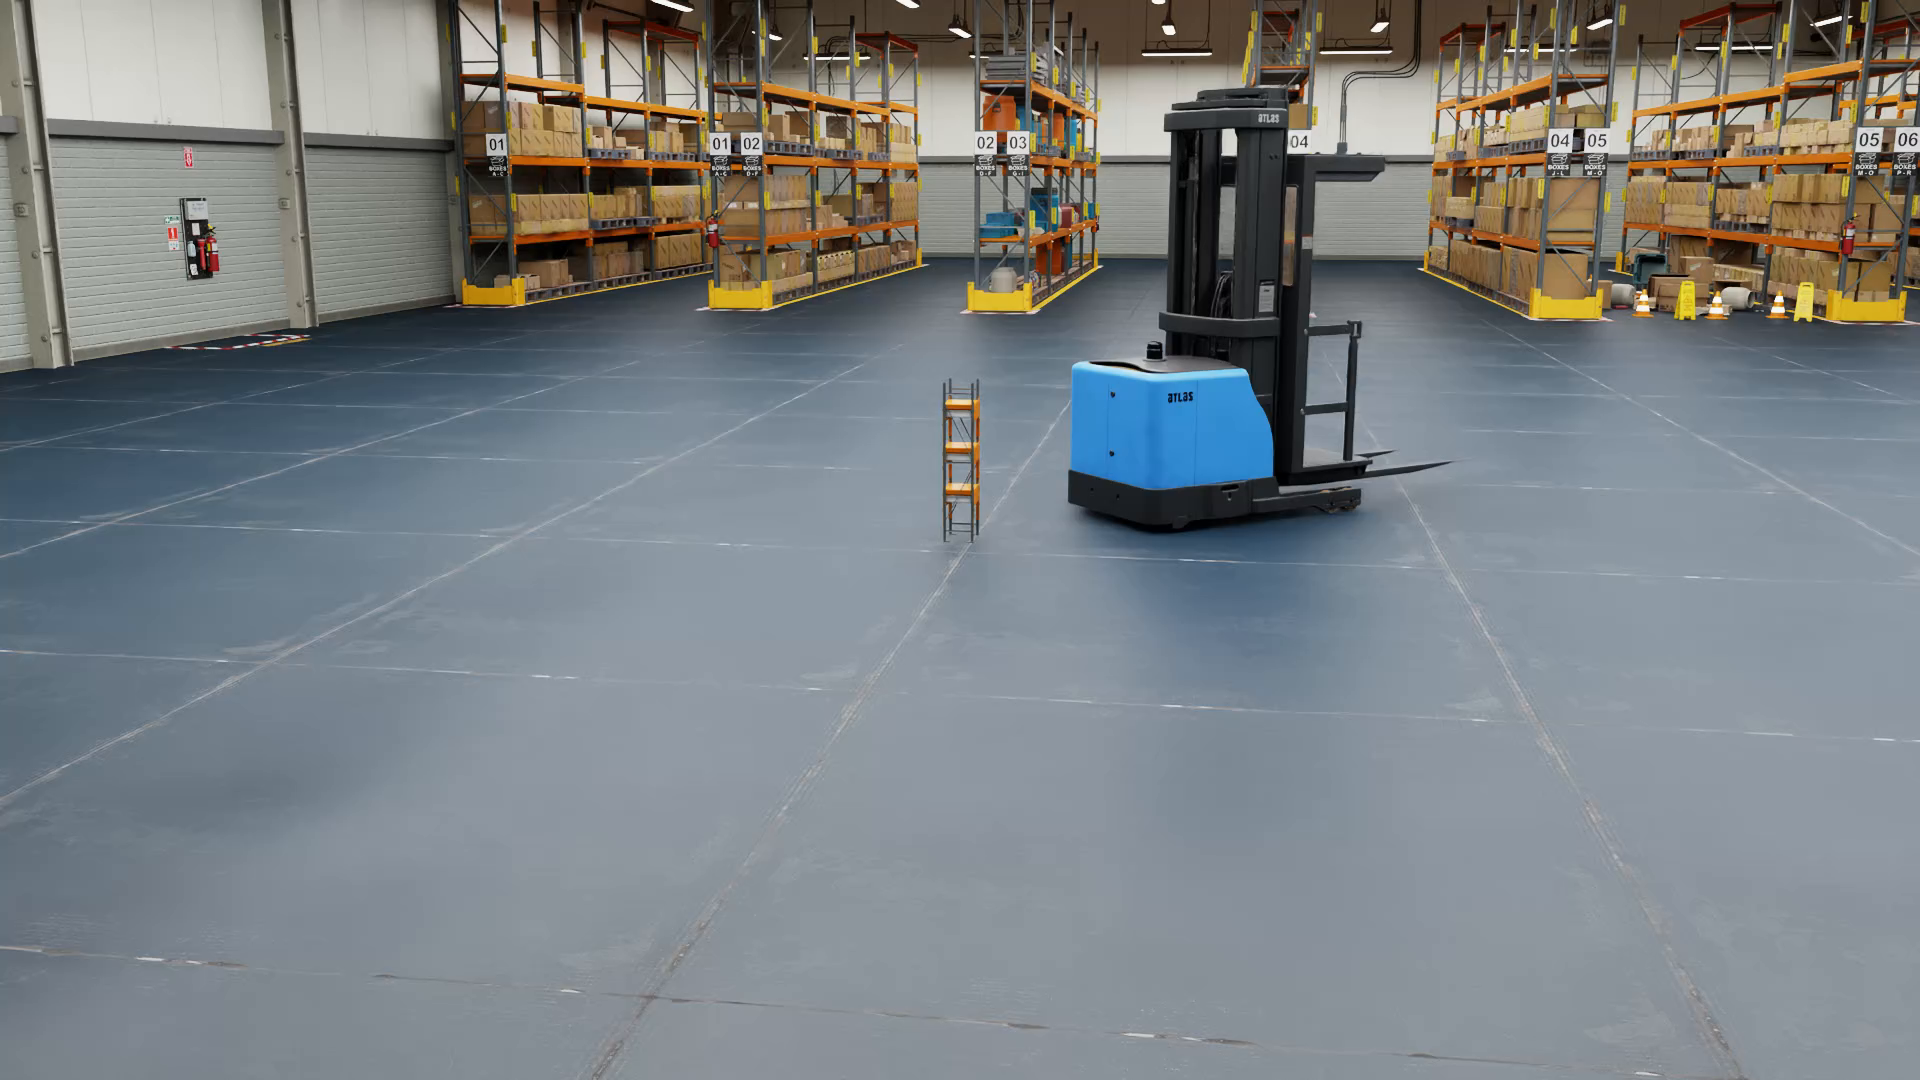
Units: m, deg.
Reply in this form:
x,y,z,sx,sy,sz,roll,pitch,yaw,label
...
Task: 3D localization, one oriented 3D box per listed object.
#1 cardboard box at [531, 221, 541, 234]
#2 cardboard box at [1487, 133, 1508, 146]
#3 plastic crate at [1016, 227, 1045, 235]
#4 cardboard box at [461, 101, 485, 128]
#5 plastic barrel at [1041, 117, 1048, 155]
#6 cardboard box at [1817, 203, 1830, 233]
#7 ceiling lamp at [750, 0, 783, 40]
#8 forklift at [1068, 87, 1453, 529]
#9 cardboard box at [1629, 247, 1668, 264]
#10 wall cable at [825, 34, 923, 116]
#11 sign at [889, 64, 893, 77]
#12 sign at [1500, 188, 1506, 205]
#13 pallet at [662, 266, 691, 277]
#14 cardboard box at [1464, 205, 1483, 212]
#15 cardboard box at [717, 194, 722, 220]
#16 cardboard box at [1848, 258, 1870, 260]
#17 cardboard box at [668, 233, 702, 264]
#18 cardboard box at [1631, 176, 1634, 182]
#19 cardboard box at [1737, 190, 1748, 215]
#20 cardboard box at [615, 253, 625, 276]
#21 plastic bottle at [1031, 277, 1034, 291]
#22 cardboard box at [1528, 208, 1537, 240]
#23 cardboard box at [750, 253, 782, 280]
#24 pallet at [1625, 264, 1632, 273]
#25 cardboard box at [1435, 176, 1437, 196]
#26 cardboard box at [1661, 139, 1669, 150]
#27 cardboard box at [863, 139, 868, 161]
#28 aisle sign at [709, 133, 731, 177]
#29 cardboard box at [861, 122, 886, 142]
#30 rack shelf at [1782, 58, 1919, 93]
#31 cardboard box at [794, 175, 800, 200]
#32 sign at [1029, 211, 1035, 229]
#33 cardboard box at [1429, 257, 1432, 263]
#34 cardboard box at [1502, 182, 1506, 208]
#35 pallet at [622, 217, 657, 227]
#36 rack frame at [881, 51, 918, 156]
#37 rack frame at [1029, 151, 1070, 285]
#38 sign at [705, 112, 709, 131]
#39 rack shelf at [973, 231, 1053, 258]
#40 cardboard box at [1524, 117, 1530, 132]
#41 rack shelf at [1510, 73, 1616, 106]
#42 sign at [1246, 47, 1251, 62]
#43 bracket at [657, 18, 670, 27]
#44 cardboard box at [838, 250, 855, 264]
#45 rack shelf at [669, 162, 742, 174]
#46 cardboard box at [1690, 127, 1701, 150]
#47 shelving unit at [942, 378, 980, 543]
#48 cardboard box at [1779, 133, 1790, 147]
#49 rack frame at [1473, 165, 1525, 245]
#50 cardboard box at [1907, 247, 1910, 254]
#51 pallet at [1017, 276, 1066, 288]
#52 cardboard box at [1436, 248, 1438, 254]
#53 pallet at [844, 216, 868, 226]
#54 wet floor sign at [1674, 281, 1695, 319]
x,y,z,sx,sy,sz,roll,pitch,yaw,label
-8.568,-6.148,32.711,0.500,0.250,0.500,1,12,7,cardboard box
11.370,-8.414,34.915,0.500,0.250,0.500,2,12,10,cardboard box
1.382,-6.049,32.566,0.530,0.136,0.437,2,12,9,plastic crate
-9.215,-8.124,31.792,0.500,0.500,0.500,2,12,11,cardboard box
1.656,-8.904,36.879,0.600,0.901,0.600,0,12,0,plastic barrel
15.345,-5.630,29.053,0.500,0.500,0.500,2,12,9,cardboard box
-4.533,-14.032,40.886,0.800,3.185,2.000,2,12,9,ceiling lamp
2.301,-1.712,11.980,3.031,2.935,1.130,-7,14,-30,forklift
17.911,-7.352,43.074,0.875,0.438,0.875,1,12,7,cardboard box
-2.666,-14.304,51.391,3.097,2.526,0.112,2,12,9,wall cable
-1.733,-11.800,41.795,0.100,0.325,0.005,2,12,9,sign
10.623,-6.724,32.515,0.100,0.325,0.005,2,12,9,sign
-7.407,-6.729,41.717,1.003,0.211,1.213,2,12,9,pallet
11.402,-7.360,36.917,0.380,0.149,0.250,2,12,10,cardboard box
-6.960,-8.921,44.556,0.980,0.700,0.700,2,12,7,cardboard box
16.014,-4.814,29.962,0.500,0.500,0.500,2,12,10,cardboard box
-7.149,-7.525,42.896,0.750,0.750,0.750,2,12,9,cardboard box
17.585,-9.330,43.016,0.380,0.149,0.250,2,12,10,cardboard box
16.152,-6.865,33.787,0.500,0.500,0.500,1,12,7,cardboard box
-8.094,-6.311,38.047,0.700,0.500,0.500,2,12,8,cardboard box
1.406,-4.992,32.441,0.061,0.283,0.133,2,12,10,plastic bottle
10.621,-5.616,29.577,0.875,0.550,0.550,2,12,9,cardboard box
-3.750,-5.289,32.163,0.500,0.500,0.500,2,12,9,cardboard box
17.868,-7.008,43.011,1.003,0.211,1.213,2,12,9,pallet
12.604,-9.172,43.118,0.500,0.500,0.500,2,12,10,cardboard box
17.080,-9.506,39.946,0.396,0.266,0.258,2,12,10,cardboard box
-2.705,-9.339,39.851,0.910,0.500,0.500,2,12,9,cardboard box
-4.428,-7.119,30.736,0.394,0.787,0.004,2,12,9,aisle sign
-2.245,-10.457,42.664,0.700,0.500,0.500,2,12,9,cardboard box
15.760,-8.205,29.422,1.077,0.370,4.000,2,12,9,rack shelf
-3.651,-7.170,33.828,0.700,0.500,0.500,2,12,9,cardboard box
1.309,-5.808,30.165,0.100,0.325,0.005,2,12,9,sign
12.610,-7.392,43.946,0.380,0.149,0.250,2,12,10,cardboard box
11.309,-6.930,33.418,0.700,0.500,0.500,2,12,8,cardboard box
-7.797,-7.432,38.814,1.213,0.211,1.003,2,12,9,pallet
-1.667,-12.116,45.852,1.000,3.000,0.127,2,12,9,rack frame
1.997,-7.356,38.008,1.000,3.000,0.127,2,12,9,rack frame
-4.662,-7.733,30.723,0.100,0.325,0.005,2,12,9,sign
1.074,-5.756,32.288,1.077,0.370,4.000,2,12,9,rack shelf
10.579,-7.566,30.276,0.500,0.250,0.500,2,12,9,cardboard box
10.853,-8.151,30.111,1.077,0.370,4.000,2,12,9,rack shelf
6.342,-10.680,36.596,0.100,0.325,0.005,2,12,9,sign
-7.637,-13.278,42.702,0.235,0.232,0.430,2,12,9,bracket
-2.734,-6.536,38.400,0.500,0.311,0.500,2,12,10,cardboard box
-6.870,-10.041,45.053,1.077,0.370,4.000,2,12,9,rack shelf
16.667,-8.972,37.149,0.500,0.500,0.500,2,12,9,cardboard box
0.008,-0.524,10.934,0.215,1.050,0.252,2,12,9,shelving unit
15.729,-7.498,31.195,0.500,0.250,0.500,2,12,7,cardboard box
11.776,-7.014,36.420,1.000,3.000,0.127,2,12,9,rack frame
21.862,-6.610,37.943,0.380,0.149,0.250,2,12,8,cardboard box
1.839,-5.833,37.560,1.003,0.211,1.213,2,12,9,pallet
12.407,-7.409,42.612,0.380,0.149,0.250,2,12,10,cardboard box
-2.862,-7.567,39.442,1.213,0.211,1.003,2,12,9,pallet
12.498,-4.128,28.615,0.267,0.644,0.232,0,12,-1,wet floor sign
